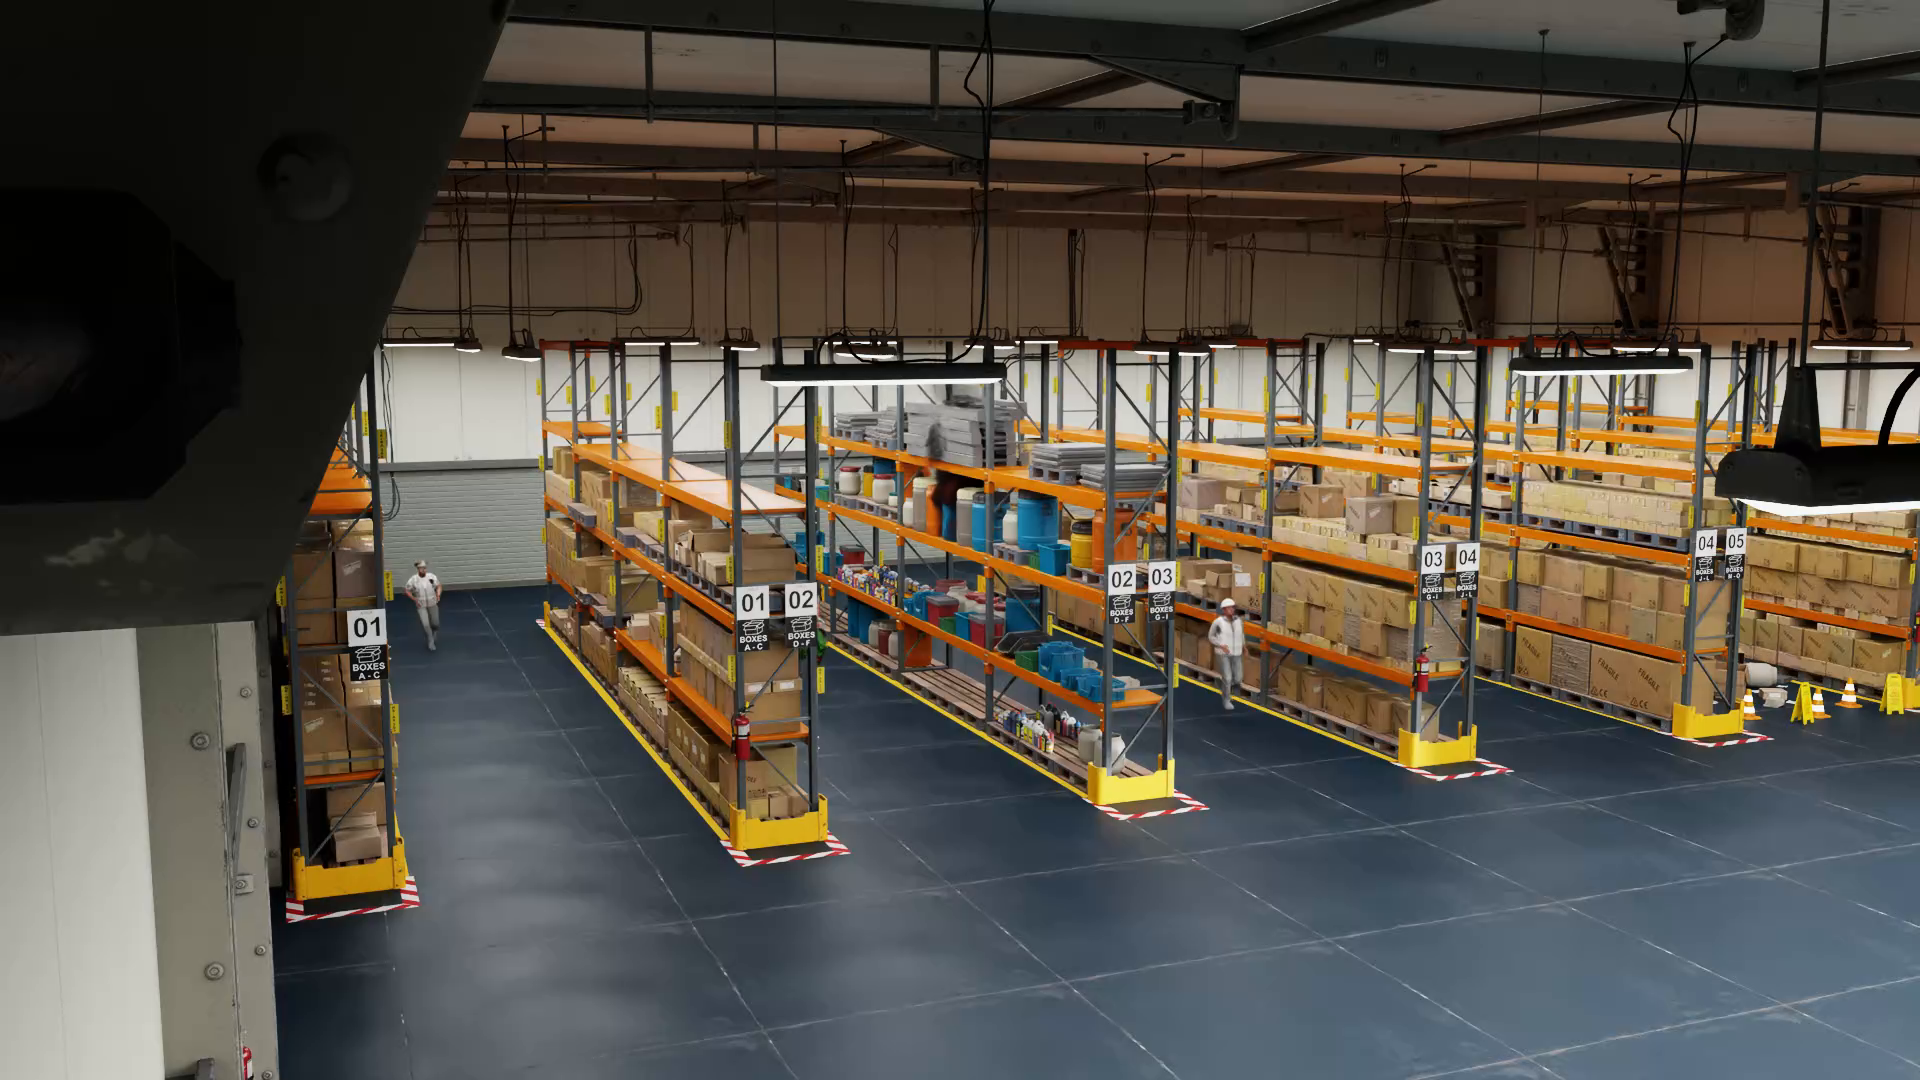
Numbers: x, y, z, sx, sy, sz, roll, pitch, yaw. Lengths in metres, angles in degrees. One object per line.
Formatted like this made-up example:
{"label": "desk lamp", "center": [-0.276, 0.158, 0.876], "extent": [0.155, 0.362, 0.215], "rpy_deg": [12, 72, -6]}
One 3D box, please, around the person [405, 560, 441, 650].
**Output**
{"label": "person", "center": [-10.492, 1.254, 32.553], "extent": [0.684, 1.750, 0.665], "rpy_deg": [-4, 8, -29]}

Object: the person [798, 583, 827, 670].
{"label": "person", "center": [-2.629, 1.502, 28.878], "extent": [0.657, 1.629, 0.815], "rpy_deg": [-5, 9, -34]}

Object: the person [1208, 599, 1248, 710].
{"label": "person", "center": [4.235, 1.790, 26.185], "extent": [0.661, 1.743, 0.522], "rpy_deg": [-2, 8, -17]}
